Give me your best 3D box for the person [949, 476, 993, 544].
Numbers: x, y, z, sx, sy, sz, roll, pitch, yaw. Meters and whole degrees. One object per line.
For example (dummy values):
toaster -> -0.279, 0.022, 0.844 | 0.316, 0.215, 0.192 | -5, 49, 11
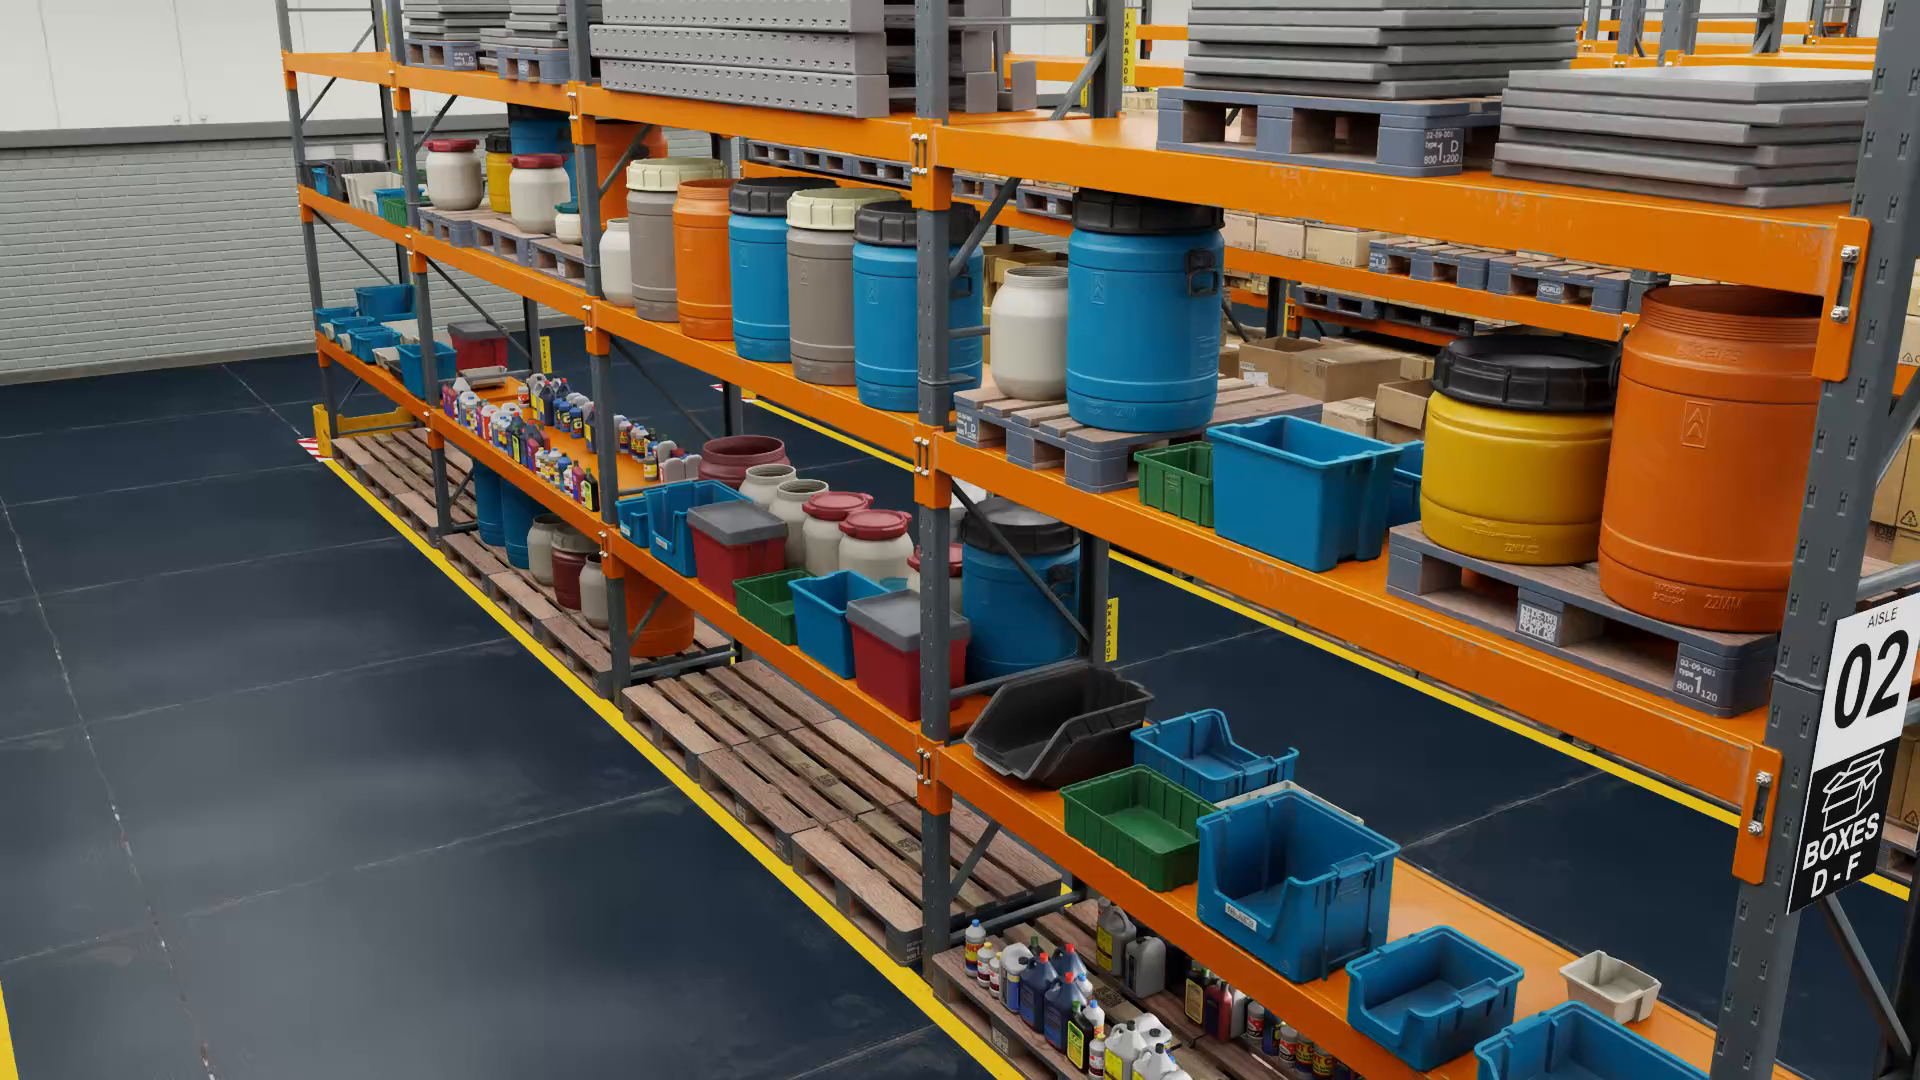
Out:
person -> -0.016, -0.286, 12.853 | 0.566, 1.776, 0.392 | -8, 20, -24
